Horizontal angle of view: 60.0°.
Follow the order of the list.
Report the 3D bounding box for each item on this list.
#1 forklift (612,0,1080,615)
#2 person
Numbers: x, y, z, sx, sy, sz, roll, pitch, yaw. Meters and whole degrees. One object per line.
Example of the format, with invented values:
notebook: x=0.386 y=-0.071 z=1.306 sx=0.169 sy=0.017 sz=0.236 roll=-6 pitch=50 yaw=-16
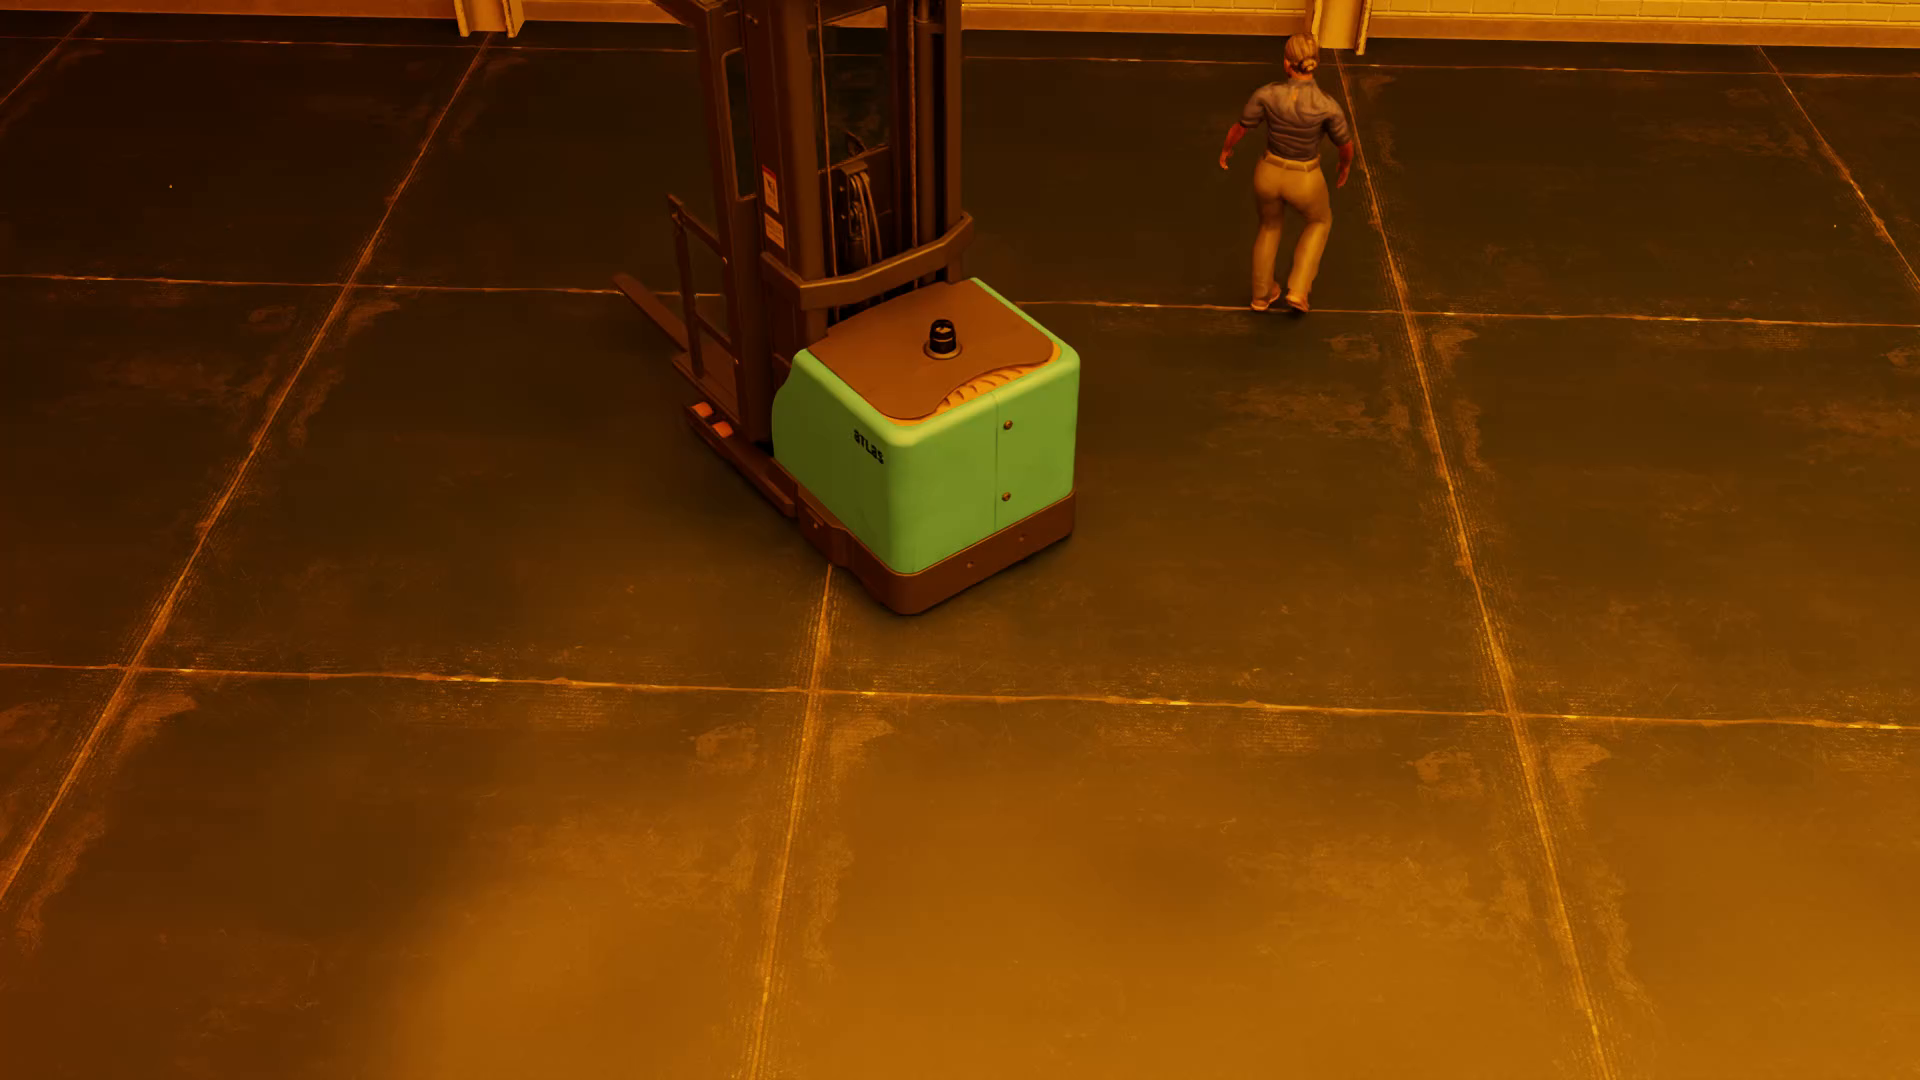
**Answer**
forklift: x=-0.745 y=-1.694 z=7.598 sx=1.130 sy=2.935 sz=3.031 roll=-27 pitch=49 yaw=-26
person: x=1.717 y=-1.945 z=8.854 sx=0.709 sy=1.640 sz=0.434 roll=20 pitch=46 yaw=20
